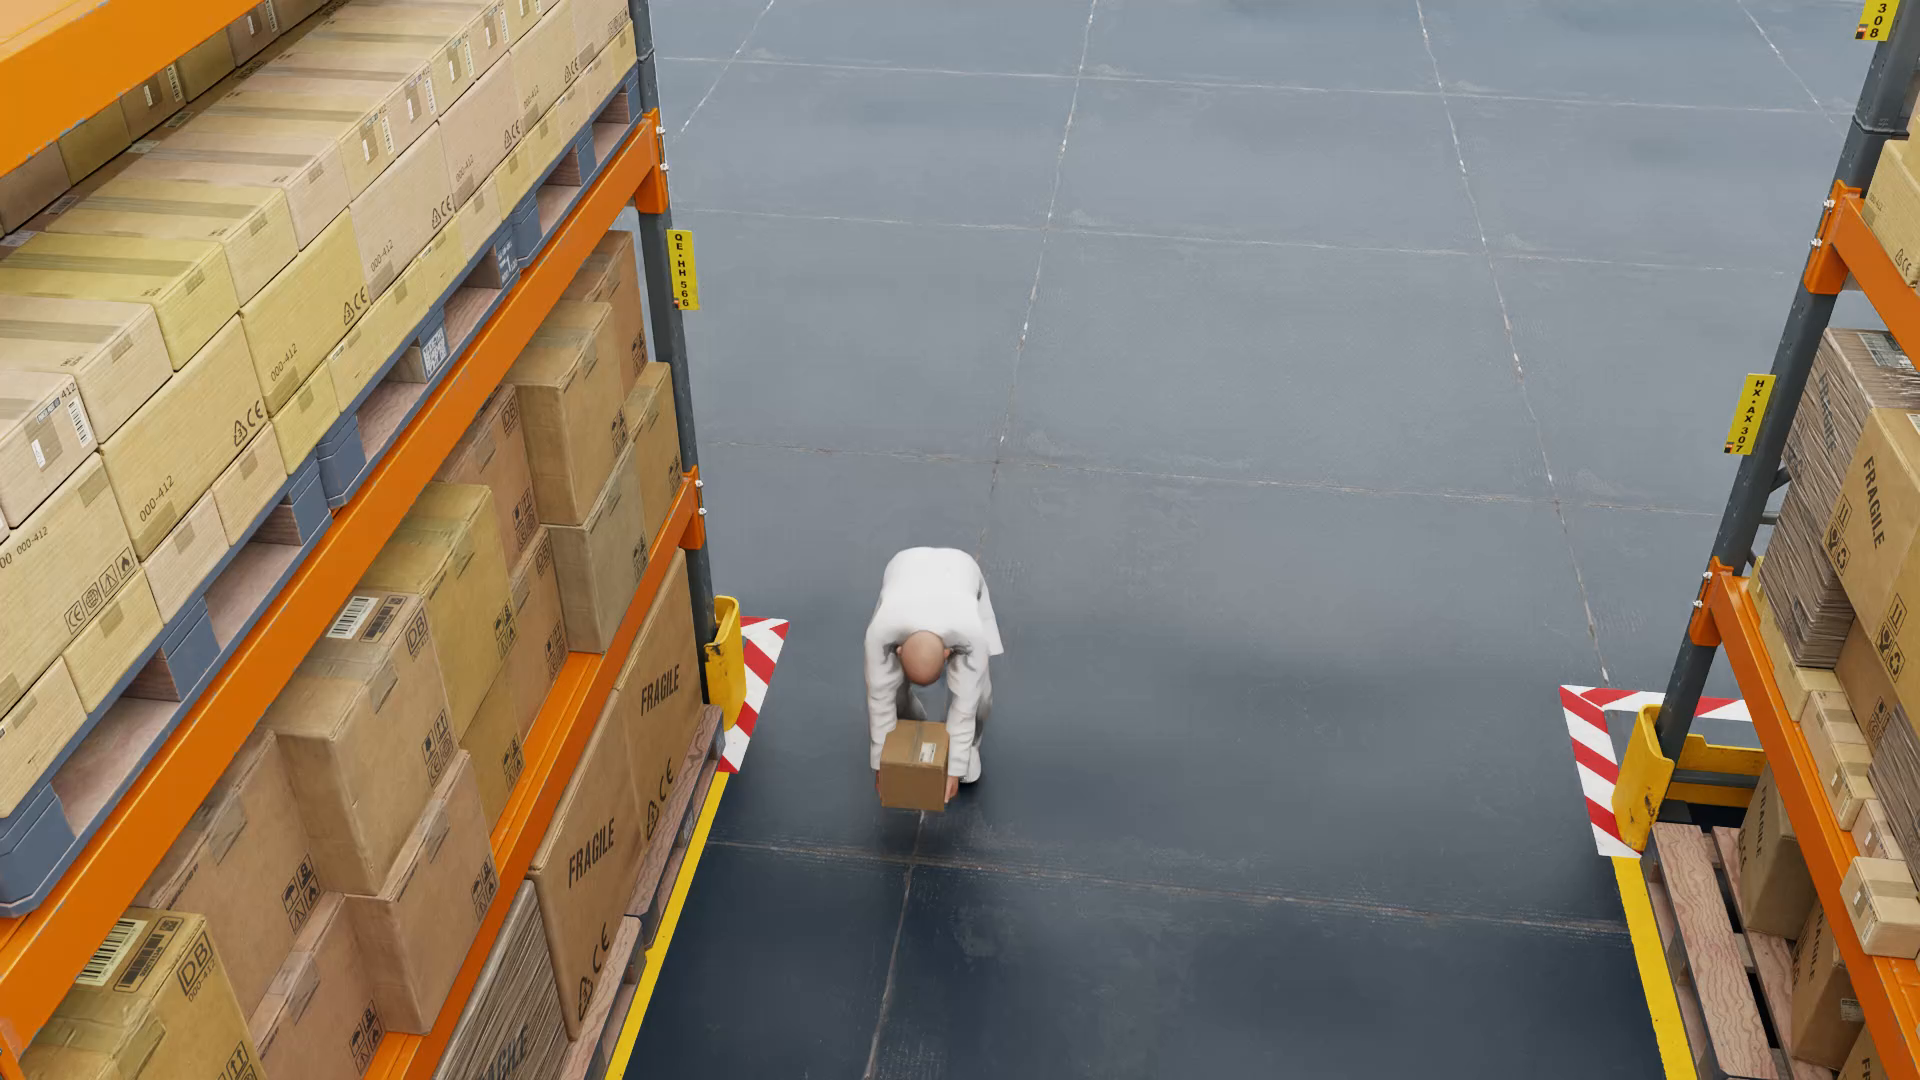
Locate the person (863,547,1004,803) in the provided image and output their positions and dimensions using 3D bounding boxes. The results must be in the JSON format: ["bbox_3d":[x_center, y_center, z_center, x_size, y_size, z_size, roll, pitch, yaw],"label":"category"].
[{"bbox_3d":[-0.124,0.604,6.799,0.586,1.094,0.940,3,36,4],"label":"person"}]
